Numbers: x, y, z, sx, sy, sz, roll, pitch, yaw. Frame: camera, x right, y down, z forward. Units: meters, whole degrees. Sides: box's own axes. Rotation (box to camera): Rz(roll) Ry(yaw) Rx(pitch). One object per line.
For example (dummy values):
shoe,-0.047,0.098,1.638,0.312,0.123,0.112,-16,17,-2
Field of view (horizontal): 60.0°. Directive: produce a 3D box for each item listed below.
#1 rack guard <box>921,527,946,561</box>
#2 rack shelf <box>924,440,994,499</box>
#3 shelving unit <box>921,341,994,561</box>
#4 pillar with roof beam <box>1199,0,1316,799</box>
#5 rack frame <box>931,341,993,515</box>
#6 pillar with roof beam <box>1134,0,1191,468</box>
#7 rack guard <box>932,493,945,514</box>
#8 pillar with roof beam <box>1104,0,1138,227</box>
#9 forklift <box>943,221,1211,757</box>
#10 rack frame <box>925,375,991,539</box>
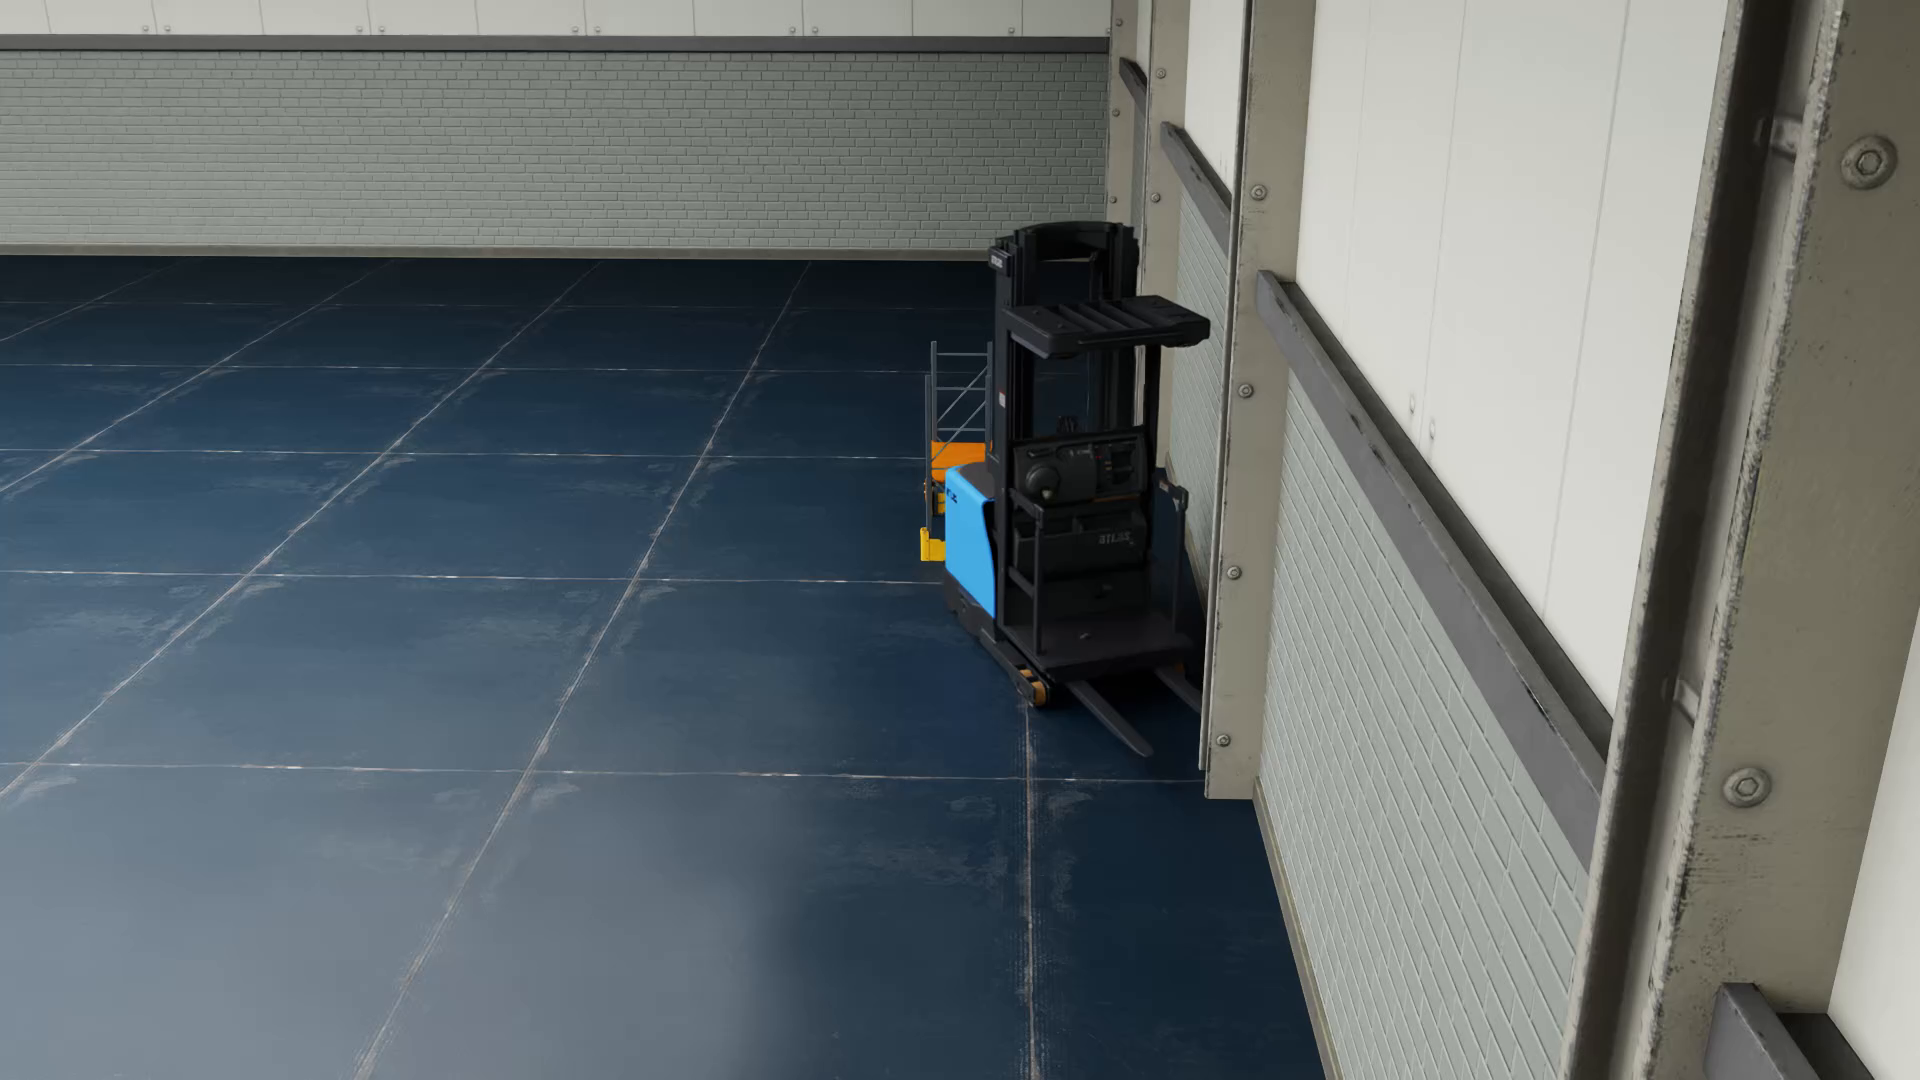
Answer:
rack guard,-0.013,0.036,13.091,0.587,0.250,0.087,1,21,2
rack shelf,0.003,-0.562,13.402,0.538,0.185,1.000,1,21,2
shelving unit,0.002,-0.727,13.329,0.587,1.500,1.083,1,21,2
pillar with roof beam,-2.716,-2.811,8.334,9.100,9.000,0.400,1,21,2
rack frame,0.018,-0.914,13.811,0.500,1.500,0.032,1,21,2
pillar with roof beam,-2.534,-4.981,13.925,9.100,9.000,0.400,1,21,2
rack guard,0.017,-0.324,14.019,0.587,0.250,0.087,1,21,2
pillar with roof beam,-2.351,-7.150,19.516,9.100,9.000,0.400,1,21,2
forklift,0.865,-0.455,10.650,1.130,2.935,3.031,-8,22,-19
rack frame,-0.013,-0.546,12.863,0.500,1.500,0.032,1,21,2
